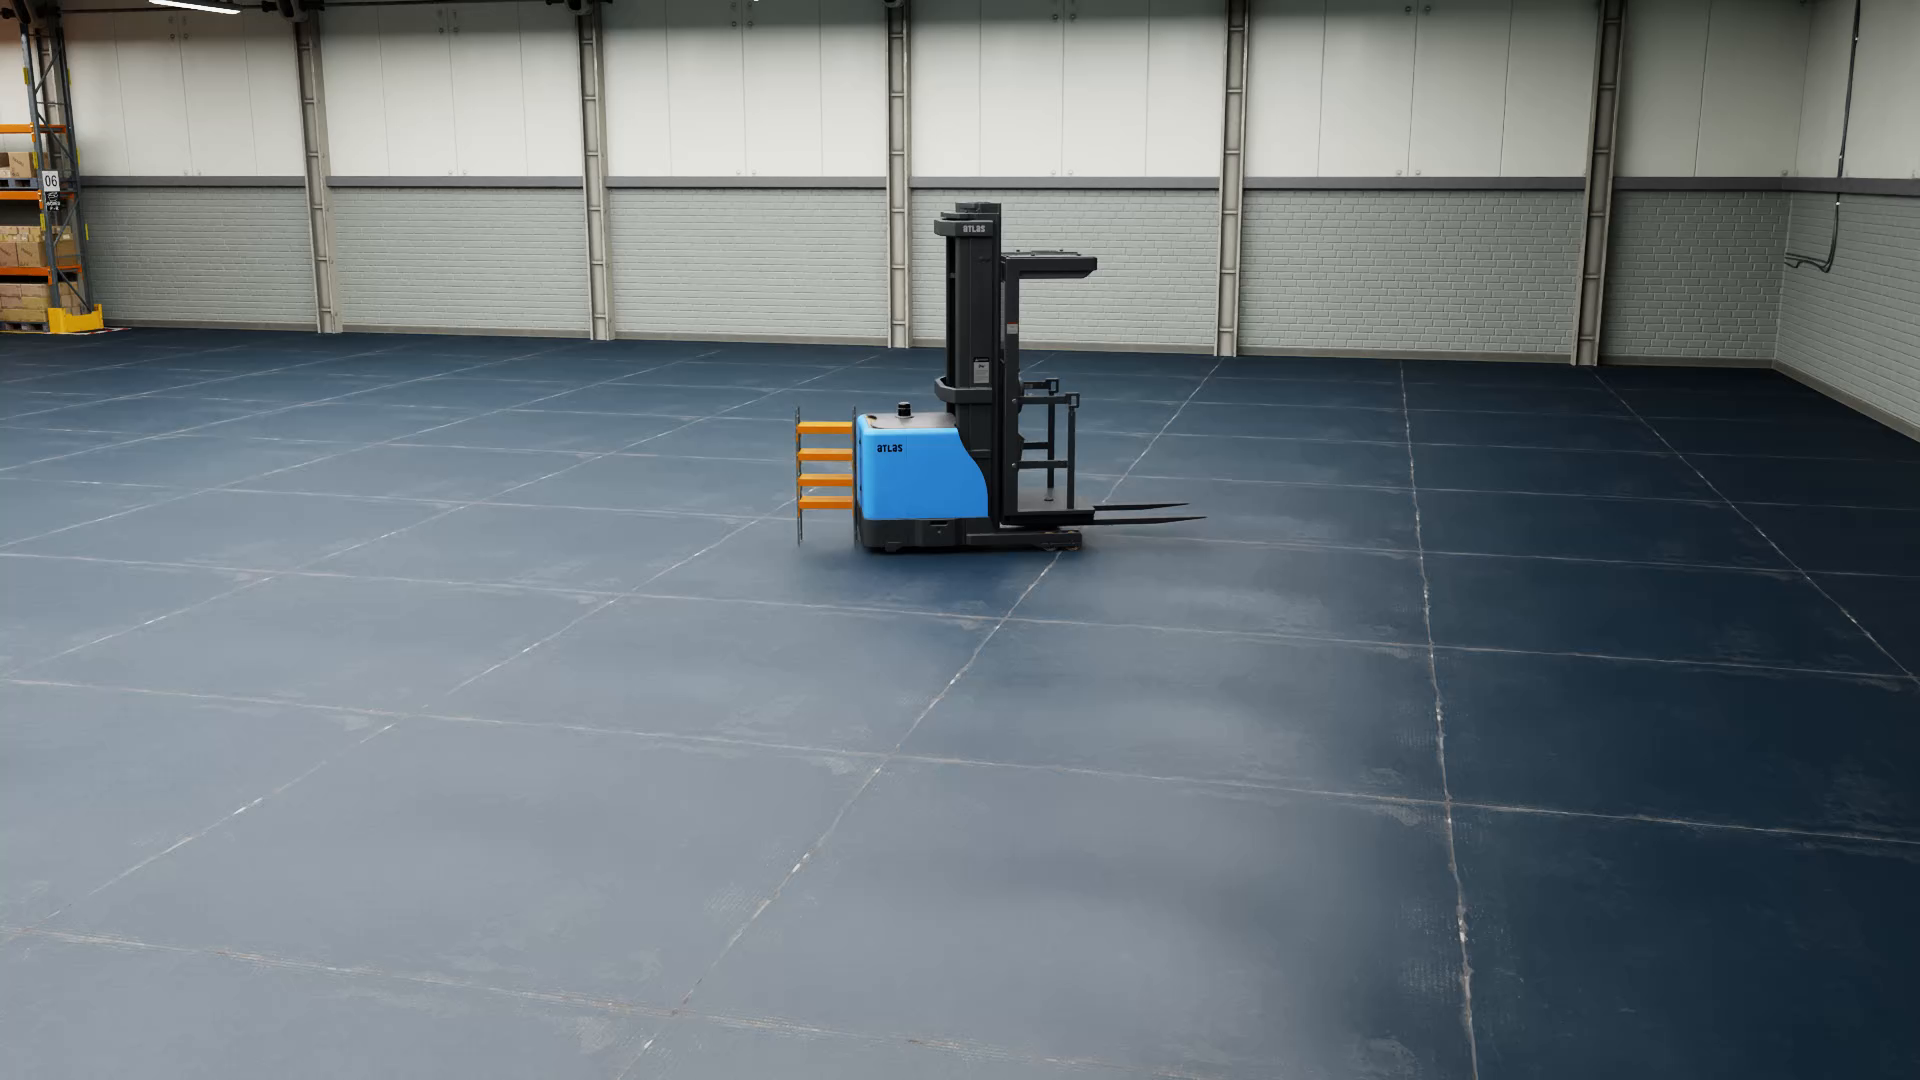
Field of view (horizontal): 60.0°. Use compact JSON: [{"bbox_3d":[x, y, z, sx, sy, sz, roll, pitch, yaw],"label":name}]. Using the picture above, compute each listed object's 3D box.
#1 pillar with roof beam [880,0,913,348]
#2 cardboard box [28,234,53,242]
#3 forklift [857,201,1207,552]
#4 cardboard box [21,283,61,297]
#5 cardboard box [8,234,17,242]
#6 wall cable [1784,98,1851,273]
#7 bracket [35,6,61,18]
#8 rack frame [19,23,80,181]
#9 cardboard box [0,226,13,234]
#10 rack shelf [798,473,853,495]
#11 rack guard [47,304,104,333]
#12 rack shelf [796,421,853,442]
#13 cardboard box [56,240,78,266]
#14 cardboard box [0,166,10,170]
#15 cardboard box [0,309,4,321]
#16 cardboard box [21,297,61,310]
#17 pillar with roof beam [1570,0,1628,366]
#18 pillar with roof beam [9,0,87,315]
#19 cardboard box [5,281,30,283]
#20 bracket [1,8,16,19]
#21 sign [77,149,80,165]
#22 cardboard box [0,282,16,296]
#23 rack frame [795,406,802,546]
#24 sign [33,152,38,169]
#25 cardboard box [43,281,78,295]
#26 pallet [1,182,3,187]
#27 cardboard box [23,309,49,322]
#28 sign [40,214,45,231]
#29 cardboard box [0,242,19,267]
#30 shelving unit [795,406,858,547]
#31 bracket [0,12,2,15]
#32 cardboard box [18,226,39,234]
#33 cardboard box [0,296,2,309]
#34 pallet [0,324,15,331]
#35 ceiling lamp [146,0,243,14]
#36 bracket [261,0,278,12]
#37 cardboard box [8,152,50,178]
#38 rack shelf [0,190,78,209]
[{"bbox_3d":[-2.140,-7.078,25.859,0.548,9.000,9.100,3,13,14],"label":"pillar with roof beam"},{"bbox_3d":[-18.527,-6.087,33.517,0.250,0.149,0.380,3,13,14],"label":"cardboard box"},{"bbox_3d":[0.626,-1.447,14.490,3.031,2.935,1.130,-2,13,-7],"label":"forklift"},{"bbox_3d":[-18.646,-5.072,33.738,0.500,0.250,0.500,4,13,15],"label":"cardboard box"},{"bbox_3d":[-19.020,-6.121,33.667,0.250,0.149,0.380,3,13,15],"label":"cardboard box"},{"bbox_3d":[13.086,-5.413,25.526,0.112,2.526,3.097,3,13,14],"label":"wall cable"},{"bbox_3d":[-18.266,-10.578,33.326,0.430,0.232,0.235,3,13,14],"label":"bracket"},{"bbox_3d":[-18.124,-8.691,33.132,0.127,3.000,1.000,3,13,14],"label":"rack frame"},{"bbox_3d":[-19.253,-6.290,33.745,0.250,0.149,0.380,3,13,14],"label":"cardboard box"},{"bbox_3d":[-1.160,-0.490,14.484,0.480,0.148,0.258,0,13,1],"label":"rack shelf"},{"bbox_3d":[-18.100,-4.541,34.047,0.348,0.500,1.175,3,13,14],"label":"rack guard"},{"bbox_3d":[-1.160,-0.940,14.384,0.480,0.148,0.258,0,13,1],"label":"rack shelf"},{"bbox_3d":[-18.538,-5.896,34.151,0.500,0.500,0.500,3,13,15],"label":"cardboard box"},{"bbox_3d":[-19.247,-7.408,33.381,0.258,0.266,0.396,3,13,14],"label":"cardboard box"},{"bbox_3d":[-19.620,-4.639,34.096,0.500,0.250,0.500,3,13,14],"label":"cardboard box"},{"bbox_3d":[-18.671,-4.829,33.798,0.500,0.250,0.500,3,13,13],"label":"cardboard box"},{"bbox_3d":[9.511,-6.455,23.052,0.400,9.000,9.100,3,13,14],"label":"pillar with roof beam"},{"bbox_3d":[-19.615,-8.012,30.069,0.548,9.000,9.100,3,13,14],"label":"pillar with roof beam"},{"bbox_3d":[-19.514,-5.232,34.459,0.500,0.250,0.500,3,13,13],"label":"cardboard box"},{"bbox_3d":[-19.072,-10.621,33.520,0.430,0.232,0.235,3,13,14],"label":"bracket"},{"bbox_3d":[-17.985,-7.809,33.879,0.005,0.325,0.100,3,13,14],"label":"sign"},{"bbox_3d":[-19.635,-5.121,33.961,0.500,0.250,0.500,3,13,14],"label":"cardboard box"},{"bbox_3d":[-1.404,-0.557,14.474,0.015,1.200,0.240,0,13,1],"label":"rack frame"},{"bbox_3d":[-18.267,-7.507,32.859,0.005,0.325,0.100,3,13,14],"label":"sign"},{"bbox_3d":[-18.545,-5.178,34.218,0.500,0.250,0.500,3,13,13],"label":"cardboard box"},{"bbox_3d":[-19.992,-7.289,33.940,1.213,0.211,1.003,3,13,14],"label":"pallet"},{"bbox_3d":[-18.656,-4.583,33.845,0.500,0.250,0.500,3,13,14],"label":"cardboard box"},{"bbox_3d":[-18.267,-6.330,33.120,0.005,0.325,0.100,3,13,14],"label":"sign"},{"bbox_3d":[-19.166,-5.811,33.768,0.500,0.500,0.500,3,13,15],"label":"cardboard box"},{"bbox_3d":[-1.160,-0.556,14.469,0.503,1.200,0.258,0,13,1],"label":"shelving unit"},{"bbox_3d":[-21.573,-10.755,34.123,4.783,0.066,0.076,3,13,14],"label":"bracket"},{"bbox_3d":[-18.769,-6.254,33.581,0.250,0.149,0.380,3,13,14],"label":"cardboard box"},{"bbox_3d":[-19.662,-4.880,34.026,0.500,0.250,0.500,3,13,12],"label":"cardboard box"},{"bbox_3d":[-20.057,-4.496,34.511,1.213,0.211,1.003,3,13,14],"label":"pallet"},{"bbox_3d":[-12.464,-10.380,27.267,0.800,3.185,2.000,3,13,14],"label":"ceiling lamp"},{"bbox_3d":[-13.247,-10.310,32.117,0.430,0.232,0.235,3,13,14],"label":"bracket"},{"bbox_3d":[-18.612,-7.501,33.263,0.500,0.500,0.500,3,13,15],"label":"cardboard box"},{"bbox_3d":[-20.066,-6.980,34.003,4.000,0.370,1.077,3,13,14],"label":"rack shelf"}]
